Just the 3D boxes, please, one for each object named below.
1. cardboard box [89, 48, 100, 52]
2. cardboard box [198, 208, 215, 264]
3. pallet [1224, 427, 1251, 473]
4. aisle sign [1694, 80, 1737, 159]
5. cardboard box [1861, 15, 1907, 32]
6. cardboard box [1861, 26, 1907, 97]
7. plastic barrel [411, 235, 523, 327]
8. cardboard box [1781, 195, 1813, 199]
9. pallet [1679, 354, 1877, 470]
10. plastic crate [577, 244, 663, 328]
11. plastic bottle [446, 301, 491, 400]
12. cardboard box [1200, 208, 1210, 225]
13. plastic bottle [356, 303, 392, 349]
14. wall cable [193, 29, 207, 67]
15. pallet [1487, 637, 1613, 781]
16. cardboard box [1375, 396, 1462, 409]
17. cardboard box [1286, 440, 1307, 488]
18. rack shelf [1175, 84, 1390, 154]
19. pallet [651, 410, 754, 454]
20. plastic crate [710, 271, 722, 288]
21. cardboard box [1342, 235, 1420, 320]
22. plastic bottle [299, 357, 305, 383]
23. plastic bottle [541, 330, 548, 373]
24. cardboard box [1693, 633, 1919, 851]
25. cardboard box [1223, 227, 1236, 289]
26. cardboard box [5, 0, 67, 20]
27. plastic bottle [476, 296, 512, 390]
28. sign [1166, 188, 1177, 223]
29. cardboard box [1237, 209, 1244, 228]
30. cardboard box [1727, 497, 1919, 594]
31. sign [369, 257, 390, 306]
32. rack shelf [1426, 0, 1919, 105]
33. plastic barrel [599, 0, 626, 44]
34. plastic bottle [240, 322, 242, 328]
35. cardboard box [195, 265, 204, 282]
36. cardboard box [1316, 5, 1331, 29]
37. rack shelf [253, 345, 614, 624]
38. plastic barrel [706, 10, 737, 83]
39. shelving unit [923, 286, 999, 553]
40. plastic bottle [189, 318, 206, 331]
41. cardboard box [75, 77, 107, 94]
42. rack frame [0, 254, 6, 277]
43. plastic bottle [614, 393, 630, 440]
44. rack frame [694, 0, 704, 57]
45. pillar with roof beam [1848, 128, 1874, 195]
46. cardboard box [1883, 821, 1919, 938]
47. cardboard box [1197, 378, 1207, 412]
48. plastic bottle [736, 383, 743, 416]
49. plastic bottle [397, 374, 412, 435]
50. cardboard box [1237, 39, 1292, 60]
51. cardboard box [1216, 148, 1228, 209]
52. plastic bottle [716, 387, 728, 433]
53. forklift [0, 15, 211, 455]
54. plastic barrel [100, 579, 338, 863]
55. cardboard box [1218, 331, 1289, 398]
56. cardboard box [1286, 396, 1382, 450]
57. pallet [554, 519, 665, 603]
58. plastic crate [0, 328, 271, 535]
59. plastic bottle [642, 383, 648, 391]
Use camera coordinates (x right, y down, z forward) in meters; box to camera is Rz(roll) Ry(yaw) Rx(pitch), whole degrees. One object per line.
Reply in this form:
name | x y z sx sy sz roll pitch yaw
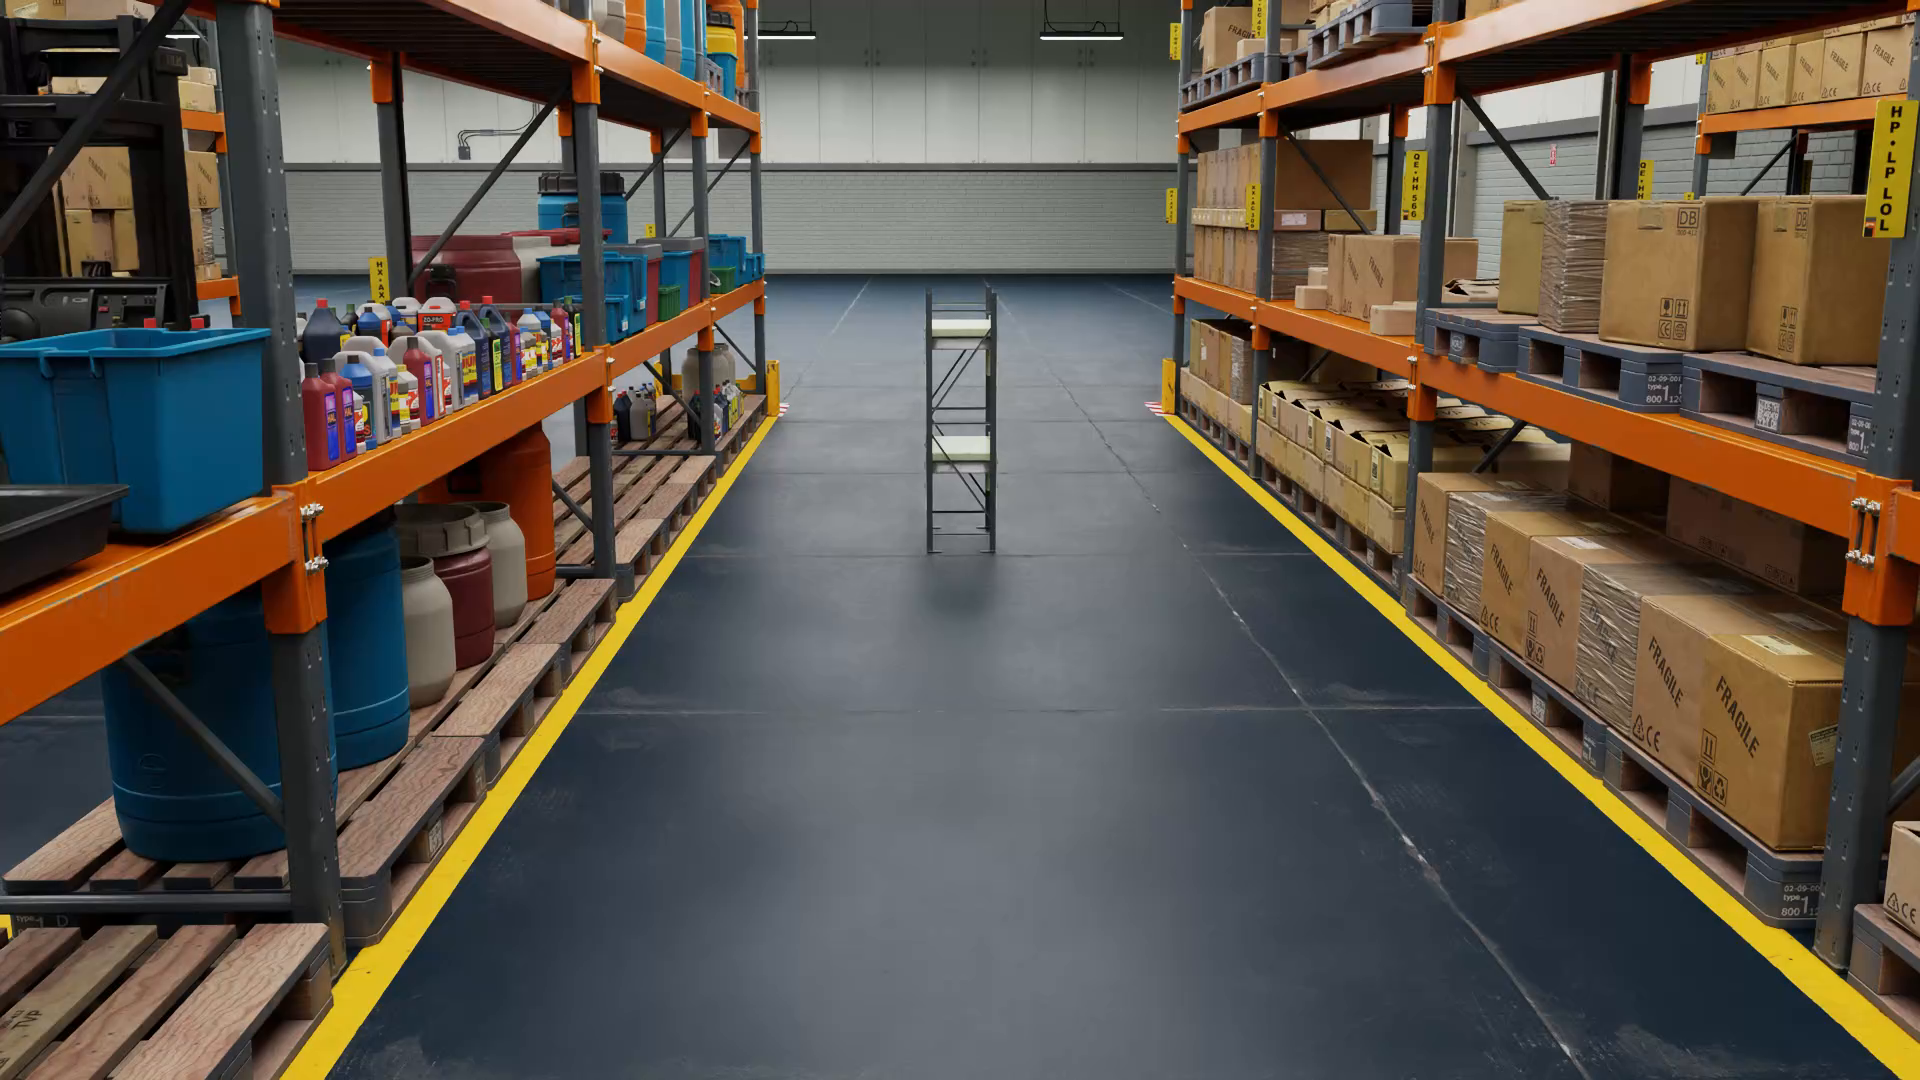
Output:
cardboard box | -7.015 -3.804 13.094 0.380 0.149 0.250 0 11 -2
cardboard box | -7.351 -2.767 15.155 0.875 0.500 0.500 0 11 -1
pallet | 2.678 -0.718 13.069 1.003 0.211 1.213 0 11 -1
aisle sign | 7.221 -4.030 15.841 0.394 0.787 0.004 0 11 -1
cardboard box | 7.301 -4.175 12.731 0.500 0.500 0.500 0 11 2
cardboard box | 7.349 -3.677 12.791 0.500 0.500 0.500 -1 12 -6
plastic barrel | -2.530 -1.270 8.431 0.600 0.536 0.708 0 11 -1
cardboard box | 7.259 -2.647 14.003 0.500 0.500 0.500 0 11 1
pallet | 2.910 -0.402 4.977 1.003 0.211 1.213 0 11 -1
plastic crate | -1.945 -1.466 9.579 0.402 0.464 0.583 0 11 -1
plastic bottle | -1.791 -0.687 6.025 0.144 0.351 0.185 0 11 -1
cardboard box | 2.374 -2.908 14.965 0.380 0.149 0.250 0 11 -1
plastic bottle | -2.522 -0.872 7.124 0.152 0.276 0.135 0 11 -1
wall cable | -19.746 -12.937 46.302 3.097 2.526 0.112 0 11 -1
pallet | 2.735 0.626 6.445 1.003 0.211 1.213 0 11 -1
cardboard box | 2.972 -0.778 10.798 0.500 0.311 0.500 0 11 -1
cardboard box | 2.436 -0.499 10.835 0.500 0.250 0.500 -1 11 -3
rack shelf | 2.611 -3.442 13.745 1.077 0.370 4.000 0 11 -1
pallet | -2.301 -0.917 14.050 1.003 0.211 1.213 0 11 -1
plastic crate | -2.184 -1.981 12.437 0.767 0.338 0.504 0 11 -1
cardboard box | 2.673 -1.619 10.242 0.500 0.500 0.500 0 11 -1
plastic bottle | -1.819 -0.372 4.473 0.144 0.351 0.185 0 11 -1
plastic bottle | -1.788 -0.809 7.002 0.097 0.201 0.097 0 11 0
cardboard box | 2.521 0.576 4.856 0.500 0.500 0.500 0 11 -1
cardboard box | 2.601 -2.370 13.947 0.700 0.500 0.500 0 11 1
cardboard box | -7.574 -4.296 13.887 0.500 0.500 0.500 0 11 -1
plastic bottle | -1.797 -0.750 6.336 0.144 0.351 0.185 0 11 -1
sign | 2.014 -3.184 15.832 0.100 0.325 0.005 0 11 -1
cardboard box | 2.413 -2.549 13.197 0.380 0.149 0.250 0 11 -1
cardboard box | 3.030 0.010 5.762 0.500 0.250 0.500 0 11 -1
sign | -2.767 -1.188 7.962 0.100 0.325 0.005 0 11 -1
rack shelf | 2.776 -1.852 5.906 1.077 0.370 4.000 0 11 -1
plastic barrel | -2.018 -2.992 8.457 0.600 0.901 0.600 0 11 0
plastic bottle | -2.542 -0.628 5.905 0.061 0.283 0.133 0 11 -1
cardboard box | -7.061 -2.404 14.995 0.380 0.149 0.250 0 11 -1
cardboard box | 2.655 -3.407 11.083 0.500 0.250 0.500 1 12 5
rack shelf | -2.176 -0.362 6.108 1.077 0.370 4.000 0 11 -1
plastic barrel | -2.232 -4.244 14.361 0.600 0.588 0.600 0 11 0
shelving unit | 0.000 -0.736 9.917 0.431 1.500 0.755 0 11 -1
plastic bottle | -2.341 -0.511 5.159 0.144 0.351 0.185 0 11 -1
cardboard box | -7.021 -3.578 12.983 0.500 0.250 0.500 -1 11 -3
rack frame | -7.252 -1.887 11.815 1.000 3.000 0.127 0 11 -1
plastic bottle | -2.602 -0.951 12.760 0.144 0.351 0.185 -1 11 -3
rack frame | -2.300 -4.847 11.319 1.000 3.000 0.127 0 11 -1
pillar with roof beam | 4.097 -5.530 14.683 9.100 9.000 0.400 0 11 -1
cardboard box | 2.610 0.850 3.981 0.500 0.311 0.500 0 11 -1
cardboard box | 2.382 -1.274 14.653 0.500 0.250 0.500 0 11 -1
plastic bottle | -1.886 -1.200 14.156 0.061 0.283 0.133 0 11 0
plastic bottle | -1.748 -0.428 5.126 0.097 0.201 0.097 0 11 0
cardboard box | 2.354 -3.787 12.859 0.380 0.149 0.250 0 11 -1
cardboard box | 2.595 -3.099 14.274 0.700 0.500 0.500 0 11 -1
plastic bottle | -1.906 -1.024 13.119 0.144 0.351 0.185 -1 11 -4
forklift | -4.569 -1.157 8.391 1.130 2.935 3.031 0 11 -1
plastic barrel | -2.129 0.398 4.777 0.600 0.901 0.708 0 11 -1
cardboard box | 2.411 -1.443 13.599 0.500 0.500 0.500 0 11 -1
cardboard box | 2.429 -0.774 10.780 0.500 0.311 0.500 -1 11 -3
pallet | -2.195 0.100 9.033 1.003 0.211 1.213 0 11 -1
plastic crate | -1.784 -0.247 3.622 0.392 0.384 0.575 0 11 -1
plastic bottle | -2.671 -1.180 14.056 0.061 0.283 0.133 0 11 0
